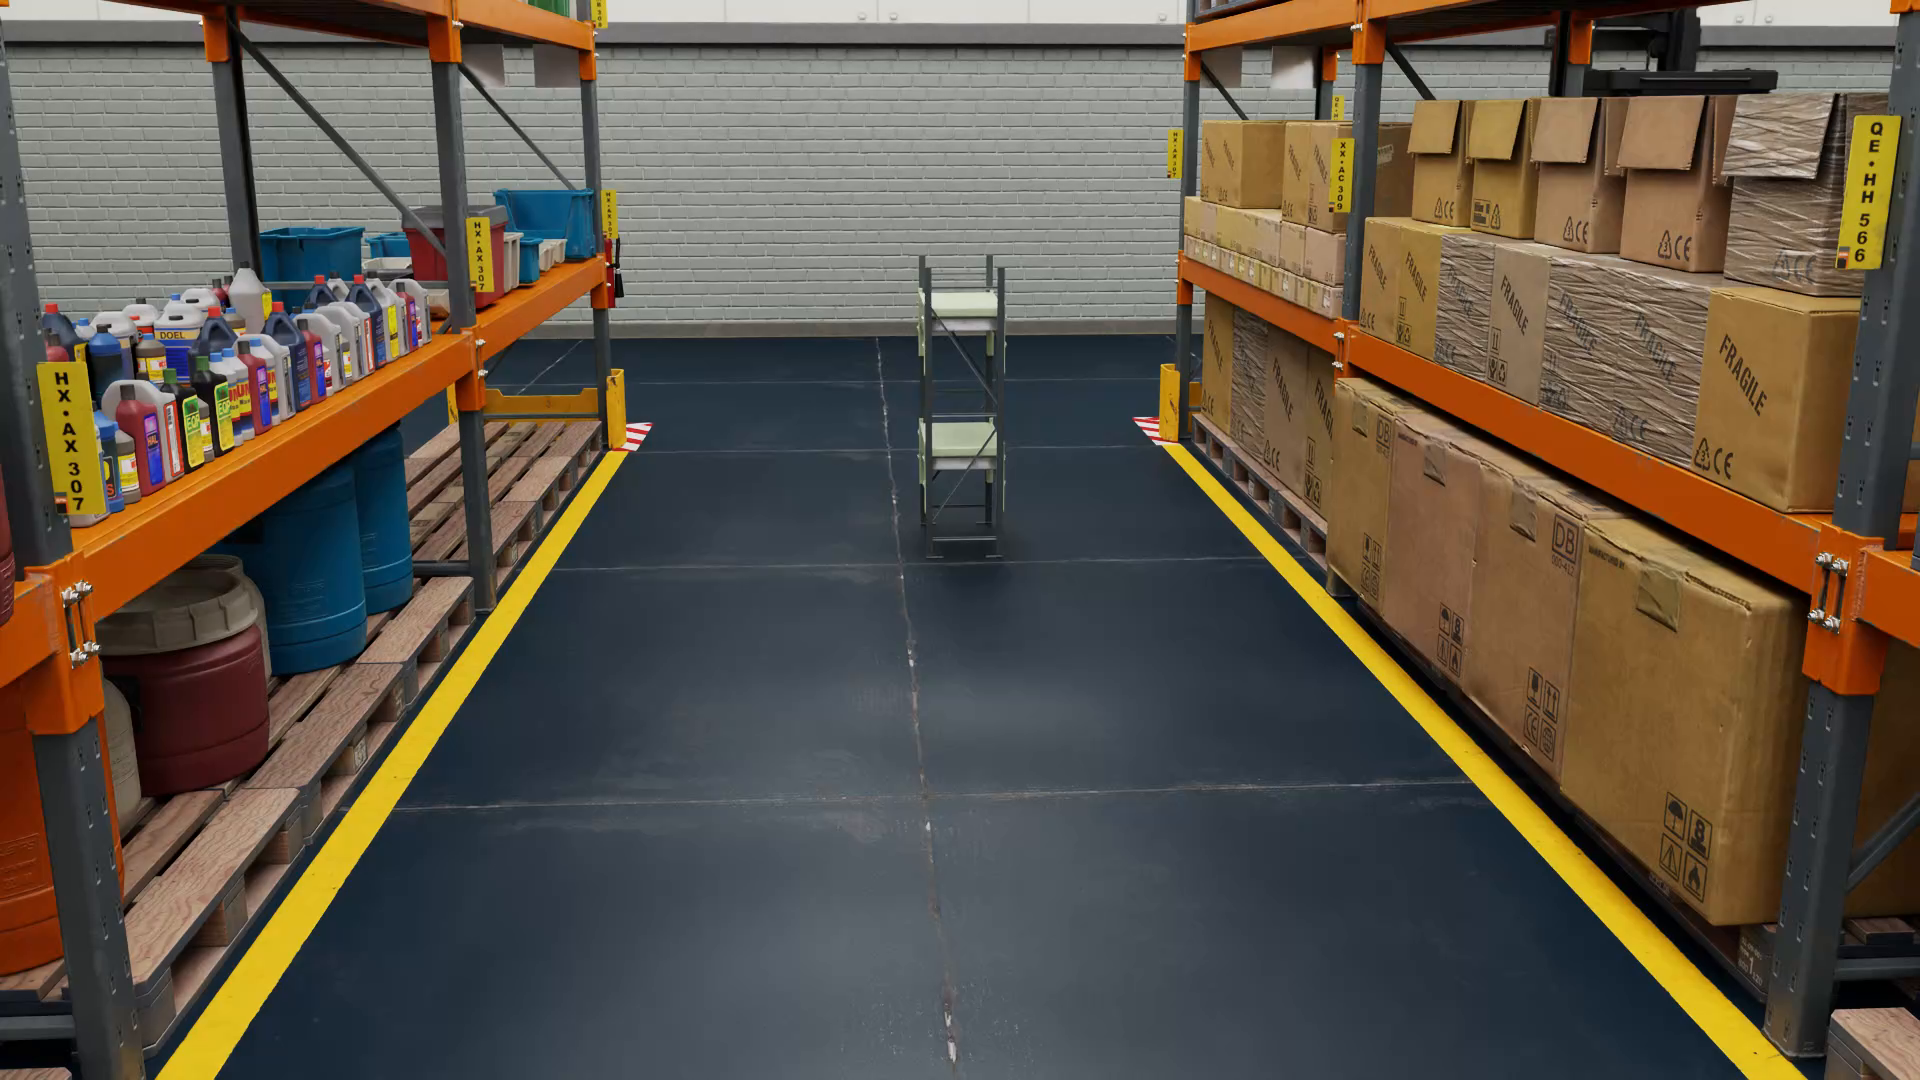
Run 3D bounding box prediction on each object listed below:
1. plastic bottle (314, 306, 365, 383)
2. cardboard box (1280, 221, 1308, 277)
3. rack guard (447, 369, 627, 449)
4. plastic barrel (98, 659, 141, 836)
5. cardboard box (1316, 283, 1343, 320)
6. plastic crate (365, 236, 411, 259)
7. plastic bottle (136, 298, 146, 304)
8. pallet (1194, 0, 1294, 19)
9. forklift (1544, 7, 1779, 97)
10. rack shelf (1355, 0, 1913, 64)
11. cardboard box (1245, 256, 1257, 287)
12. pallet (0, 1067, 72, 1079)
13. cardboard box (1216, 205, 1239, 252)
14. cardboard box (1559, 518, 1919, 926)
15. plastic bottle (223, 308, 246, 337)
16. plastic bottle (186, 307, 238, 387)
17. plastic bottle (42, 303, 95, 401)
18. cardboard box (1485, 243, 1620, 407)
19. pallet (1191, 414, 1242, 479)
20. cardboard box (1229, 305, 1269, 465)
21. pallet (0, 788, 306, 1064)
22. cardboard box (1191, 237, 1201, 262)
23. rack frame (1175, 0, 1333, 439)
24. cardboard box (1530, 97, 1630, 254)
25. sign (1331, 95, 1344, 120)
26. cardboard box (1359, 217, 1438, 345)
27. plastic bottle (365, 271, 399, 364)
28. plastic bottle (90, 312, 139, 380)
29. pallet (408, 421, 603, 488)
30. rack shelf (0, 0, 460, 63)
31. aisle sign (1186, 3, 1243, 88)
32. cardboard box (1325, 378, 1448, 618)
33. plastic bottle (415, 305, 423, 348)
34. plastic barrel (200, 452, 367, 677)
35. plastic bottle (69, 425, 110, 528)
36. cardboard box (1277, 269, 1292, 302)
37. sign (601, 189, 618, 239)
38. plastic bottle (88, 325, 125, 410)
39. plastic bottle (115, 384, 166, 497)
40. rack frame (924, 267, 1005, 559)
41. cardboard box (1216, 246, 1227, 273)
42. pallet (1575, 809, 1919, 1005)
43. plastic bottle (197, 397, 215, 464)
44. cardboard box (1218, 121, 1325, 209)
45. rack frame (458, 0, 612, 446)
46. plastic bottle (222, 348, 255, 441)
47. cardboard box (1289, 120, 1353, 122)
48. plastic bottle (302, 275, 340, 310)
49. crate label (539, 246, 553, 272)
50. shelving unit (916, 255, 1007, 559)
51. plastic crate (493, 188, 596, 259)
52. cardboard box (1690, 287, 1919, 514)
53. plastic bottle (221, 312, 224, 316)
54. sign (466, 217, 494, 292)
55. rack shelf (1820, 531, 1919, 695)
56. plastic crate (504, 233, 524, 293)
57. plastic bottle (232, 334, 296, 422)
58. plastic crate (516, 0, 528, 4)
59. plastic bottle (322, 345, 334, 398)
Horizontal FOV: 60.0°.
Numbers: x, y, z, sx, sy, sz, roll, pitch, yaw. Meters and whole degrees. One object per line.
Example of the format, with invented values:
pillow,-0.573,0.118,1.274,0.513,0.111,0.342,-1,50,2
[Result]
plastic bottle,-2.261,-0.716,6.037,0.152,0.276,0.135,-1,14,-3
cardboard box,1.949,-1.501,8.543,0.500,0.250,0.500,0,14,-2
rack guard,-2.932,-0.908,11.554,1.175,0.500,0.348,-1,14,-3
plastic barrel,-2.594,0.617,4.757,0.421,0.512,0.421,0,14,0
cardboard box,1.927,-1.144,7.957,0.380,0.149,0.250,-1,14,-3
plastic crate,-3.131,-1.593,9.412,0.416,0.233,0.300,-1,14,-3
plastic bottle,-3.018,-0.743,6.130,0.061,0.283,0.133,-1,14,-3
pallet,2.082,-3.415,10.438,1.003,0.211,1.213,-1,14,-3
forklift,4.447,-1.975,10.821,1.130,2.935,3.031,-1,14,-5
rack shelf,2.397,-1.802,5.433,1.077,0.370,4.000,-1,14,-3
cardboard box,1.833,-1.527,9.445,0.380,0.149,0.250,-1,14,-3
pallet,-2.413,1.420,3.083,1.003,0.211,1.213,-1,14,-3
cardboard box,1.852,-1.883,10.031,0.500,0.250,0.500,-1,14,-5
cardboard box,2.499,0.454,4.665,1.225,0.875,0.875,-2,15,-6
plastic bottle,-2.876,-0.817,6.580,0.097,0.201,0.097,0,14,0
plastic bottle,-2.362,-0.561,5.287,0.144,0.351,0.185,-1,14,-3
plastic bottle,-2.932,-0.597,5.427,0.144,0.351,0.185,-1,14,-3
cardboard box,2.152,-0.747,5.710,0.500,0.500,0.500,-1,14,-2
pallet,2.153,-0.642,11.096,1.003,0.211,1.213,-1,14,-3
cardboard box,2.201,-0.980,10.236,0.875,0.875,0.875,-1,14,-3
pallet,-2.513,1.031,4.594,1.003,0.211,1.213,-1,14,-3
cardboard box,1.735,-1.911,10.938,0.380,0.149,0.250,-1,14,-4
rack frame,2.025,-2.190,11.517,1.000,3.000,0.127,-1,14,-3
cardboard box,2.406,-1.245,5.632,0.797,0.503,0.637,0,14,-2
sign,2.568,-2.870,11.362,0.100,0.325,0.005,-1,14,-3
cardboard box,2.052,-1.125,7.179,0.500,0.500,0.500,-1,14,-3
plastic bottle,-2.287,-0.871,6.491,0.144,0.351,0.185,-1,14,-3
plastic bottle,-2.950,-0.649,5.779,0.152,0.276,0.135,-1,14,-3
pallet,-2.906,-0.557,10.768,1.003,0.211,1.213,-1,14,-3
rack shelf,-2.546,-1.725,5.136,1.077,0.370,4.000,-1,14,-3
aisle sign,1.722,-3.462,11.245,0.394,0.787,0.004,-1,14,-3
cardboard box,2.333,-0.210,7.246,1.225,0.875,0.875,-1,14,-3
plastic bottle,-2.289,-0.901,6.906,0.097,0.201,0.097,0,14,0
plastic barrel,-2.610,0.006,6.351,0.600,0.901,0.708,-1,14,-3
plastic bottle,-2.127,-0.176,3.940,0.152,0.276,0.135,-1,14,-3
cardboard box,1.880,-1.336,8.703,0.380,0.149,0.250,-1,14,-2
sign,-2.370,-2.205,11.248,0.100,0.325,0.005,-1,14,-3
plastic bottle,-2.814,-0.572,5.487,0.097,0.271,0.097,0,14,0
plastic bottle,-2.101,-0.262,4.260,0.061,0.283,0.133,-1,14,-3
rack frame,0.023,-0.634,8.479,0.400,1.500,0.023,-1,14,-3
cardboard box,1.784,-1.719,10.192,0.380,0.149,0.250,-1,14,-5
pallet,2.547,0.953,4.898,1.003,0.211,1.213,-1,14,-3
plastic bottle,-2.143,-0.318,4.639,0.097,0.201,0.097,0,14,0
cardboard box,1.855,-2.248,9.941,0.500,0.500,0.500,-1,14,-5
rack frame,-2.918,-2.113,11.220,1.000,3.000,0.127,-1,14,-3
plastic bottle,-2.164,-0.433,4.948,0.097,0.271,0.097,0,14,0
cardboard box,2.318,-2.507,10.950,0.500,0.500,0.500,-1,14,-3
plastic bottle,-2.419,-0.823,6.303,0.144,0.351,0.185,-1,14,-3
crate label,-2.642,-1.673,9.919,0.396,0.136,0.243,-1,14,-3
shelving unit,0.000,-0.725,8.833,0.431,1.500,0.755,-1,14,-3
plastic crate,-2.711,-2.079,10.896,0.616,0.435,0.499,-1,14,-3
cardboard box,2.243,-0.367,4.234,0.500,0.500,0.500,0,14,-2
plastic bottle,-3.040,-0.863,6.759,0.097,0.201,0.097,0,14,0
sign,-2.121,-1.260,7.350,0.100,0.325,0.005,-1,14,-3
rack shelf,2.645,0.646,1.941,1.077,0.370,4.000,-1,14,-3
plastic crate,-2.581,-1.473,8.848,0.437,0.282,0.530,-1,14,-3
plastic bottle,-2.212,-0.521,5.281,0.152,0.276,0.135,-1,14,-3
plastic crate,-2.542,-2.928,8.897,0.437,0.136,0.530,-1,14,-3
plastic bottle,-2.212,-0.593,5.711,0.097,0.201,0.097,0,14,0
